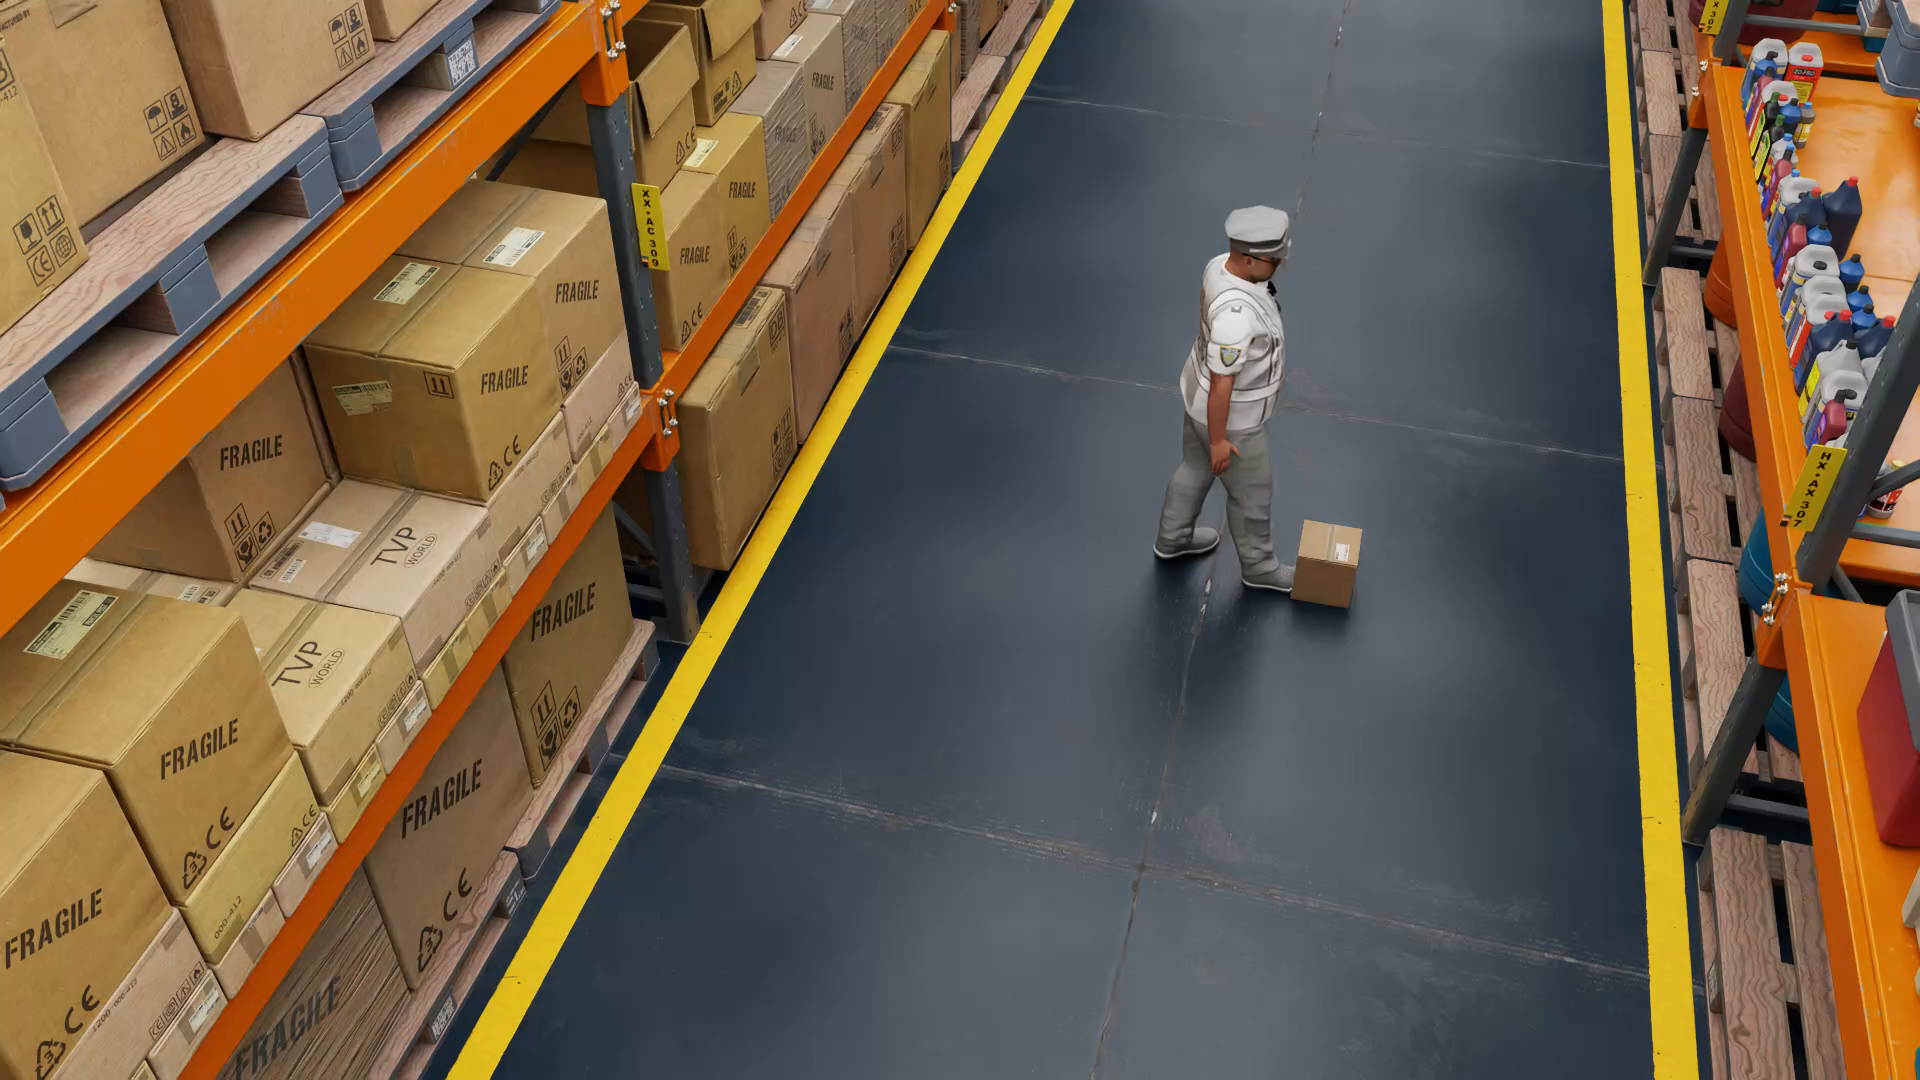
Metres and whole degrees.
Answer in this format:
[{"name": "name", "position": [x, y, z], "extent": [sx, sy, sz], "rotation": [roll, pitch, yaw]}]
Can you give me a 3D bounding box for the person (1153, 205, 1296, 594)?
[{"name": "person", "position": [1.201, -0.563, 6.798], "extent": [0.685, 1.742, 0.569], "rotation": [-2, 41, -2]}]
